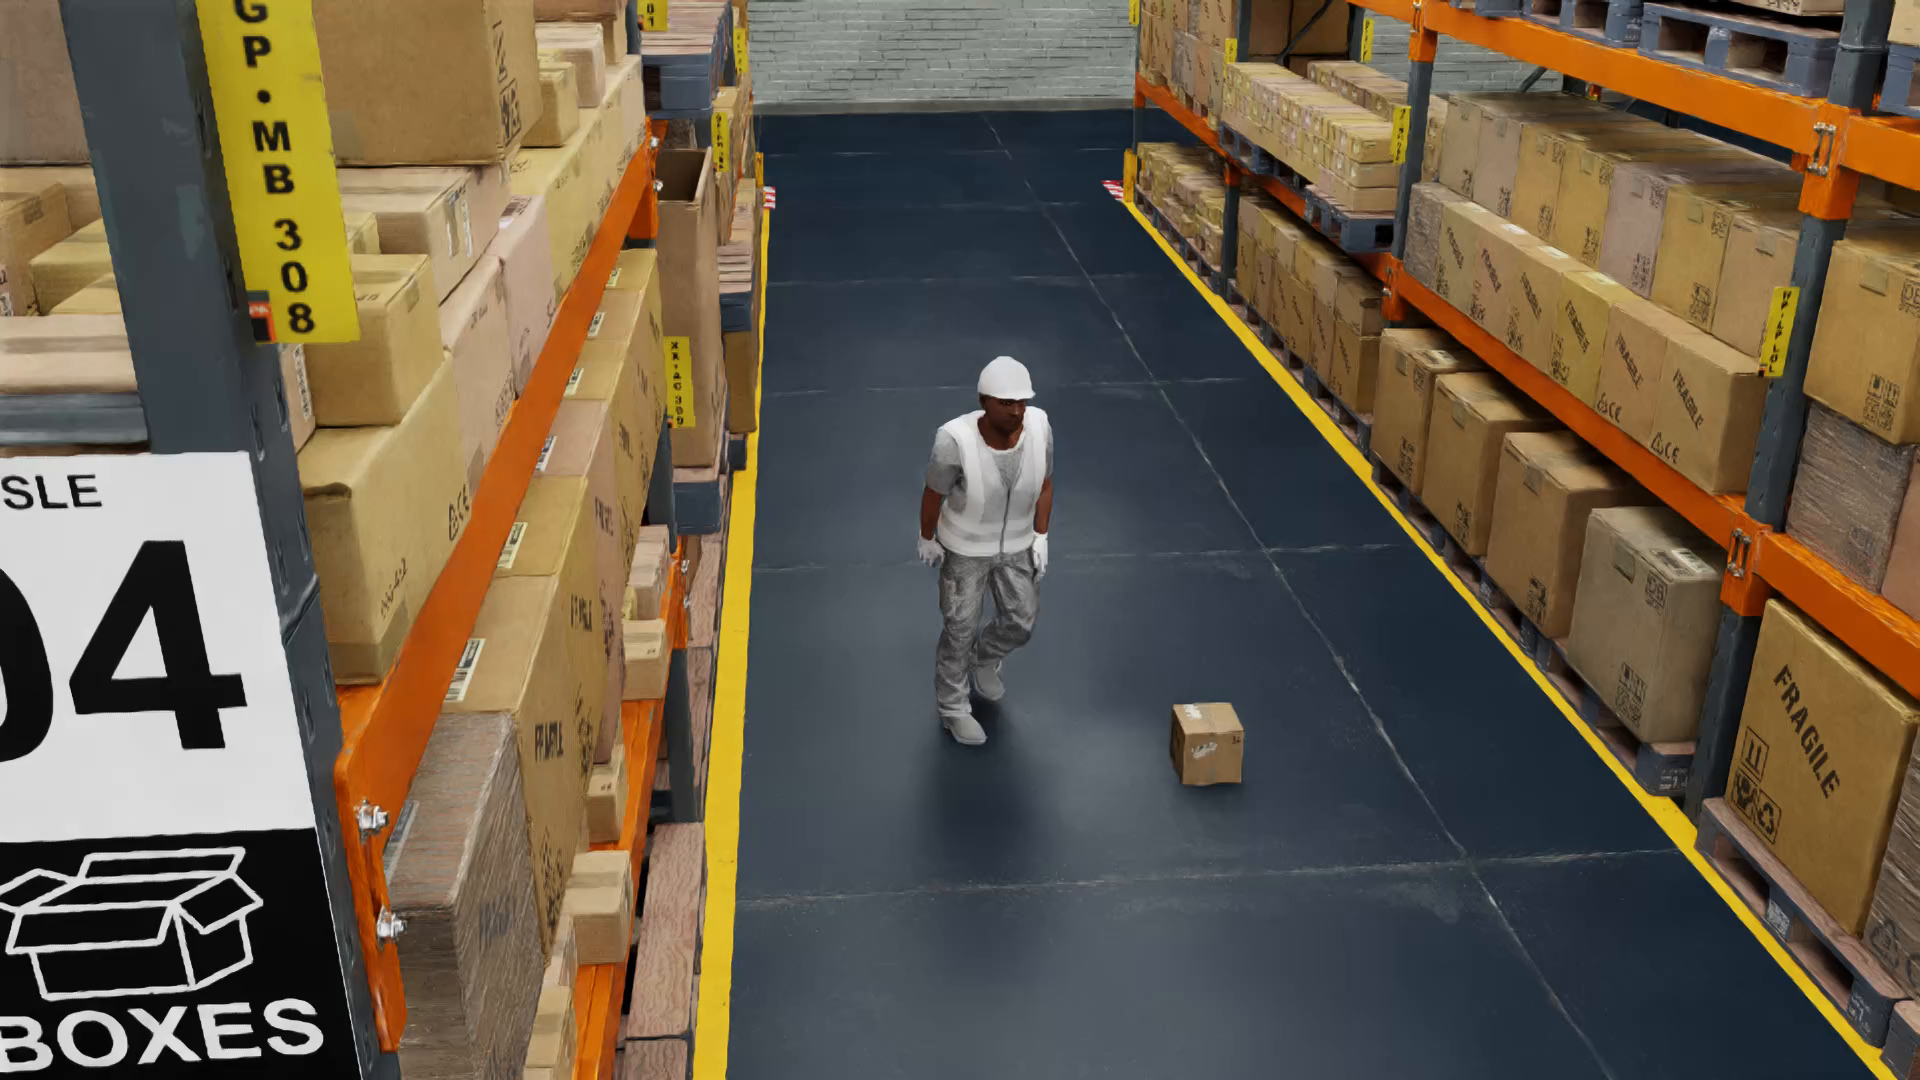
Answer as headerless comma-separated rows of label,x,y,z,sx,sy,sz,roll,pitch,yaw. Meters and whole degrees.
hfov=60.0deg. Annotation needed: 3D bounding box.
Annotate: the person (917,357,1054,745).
person,0.109,0.024,7.048,0.556,1.756,0.680,-11,26,-23
